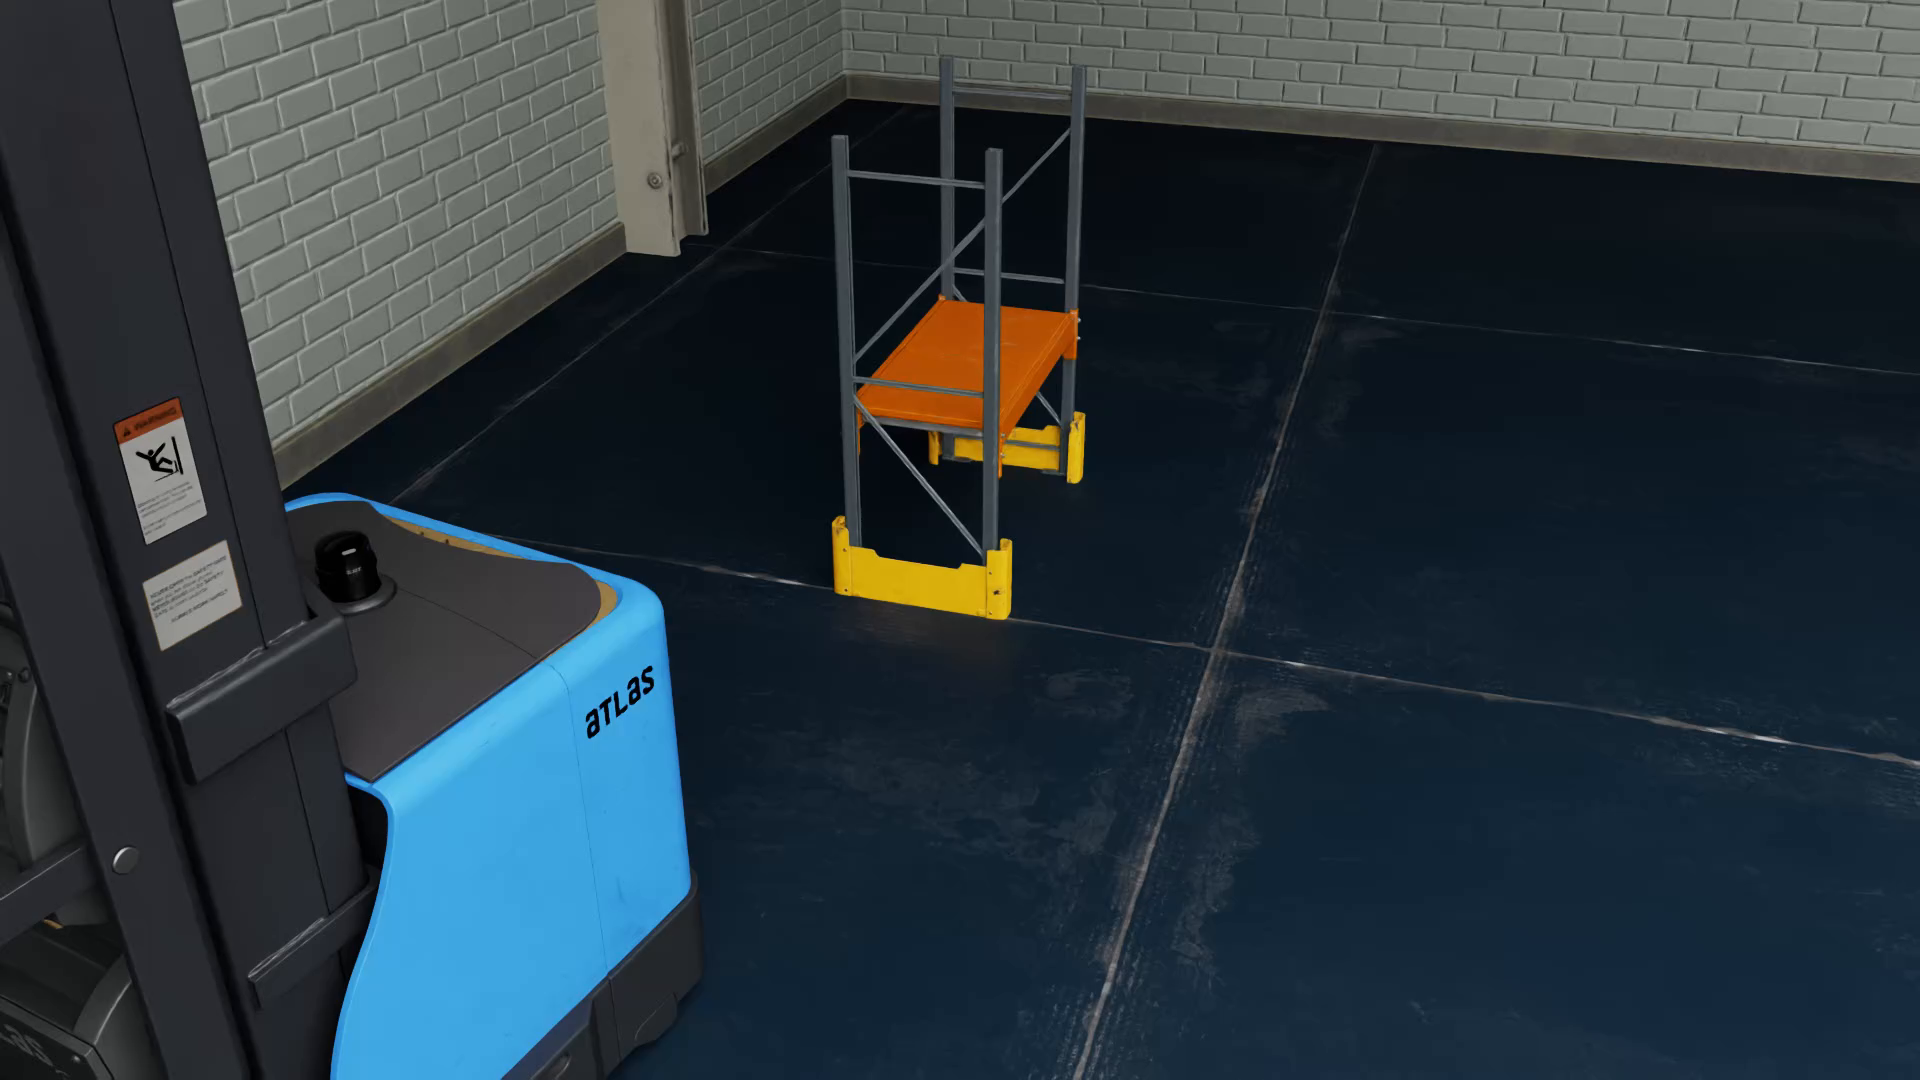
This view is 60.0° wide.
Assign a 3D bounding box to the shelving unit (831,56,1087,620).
[{"bbox_3d":[0.022,-0.691,5.449,0.587,1.500,1.083,8,30,15],"label":"shelving unit"}]

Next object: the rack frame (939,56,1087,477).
[{"bbox_3d":[0.174,-0.931,5.881,0.500,1.500,0.032,8,30,15],"label":"rack frame"}]

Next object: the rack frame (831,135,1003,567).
[{"bbox_3d":[-0.124,-0.459,5.032,0.500,1.500,0.032,8,30,15],"label":"rack frame"}]

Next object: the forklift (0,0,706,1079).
[{"bbox_3d":[-1.732,0.270,2.249,1.130,2.935,3.031,15,32,25],"label":"forklift"}]

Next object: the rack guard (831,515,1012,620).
[{"bbox_3d":[-0.124,0.087,5.337,0.587,0.250,0.087,8,30,15],"label":"rack guard"}]

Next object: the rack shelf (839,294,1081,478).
[{"bbox_3d":[0.025,-0.538,5.544,0.538,0.185,1.000,8,30,15],"label":"rack shelf"}]

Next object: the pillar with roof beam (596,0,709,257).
[{"bbox_3d":[2.611,-4.843,5.199,9.100,9.000,0.400,8,30,15],"label":"pillar with roof beam"}]

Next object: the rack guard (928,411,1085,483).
[{"bbox_3d":[0.169,-0.376,6.169,0.587,0.250,0.087,8,30,15],"label":"rack guard"}]
